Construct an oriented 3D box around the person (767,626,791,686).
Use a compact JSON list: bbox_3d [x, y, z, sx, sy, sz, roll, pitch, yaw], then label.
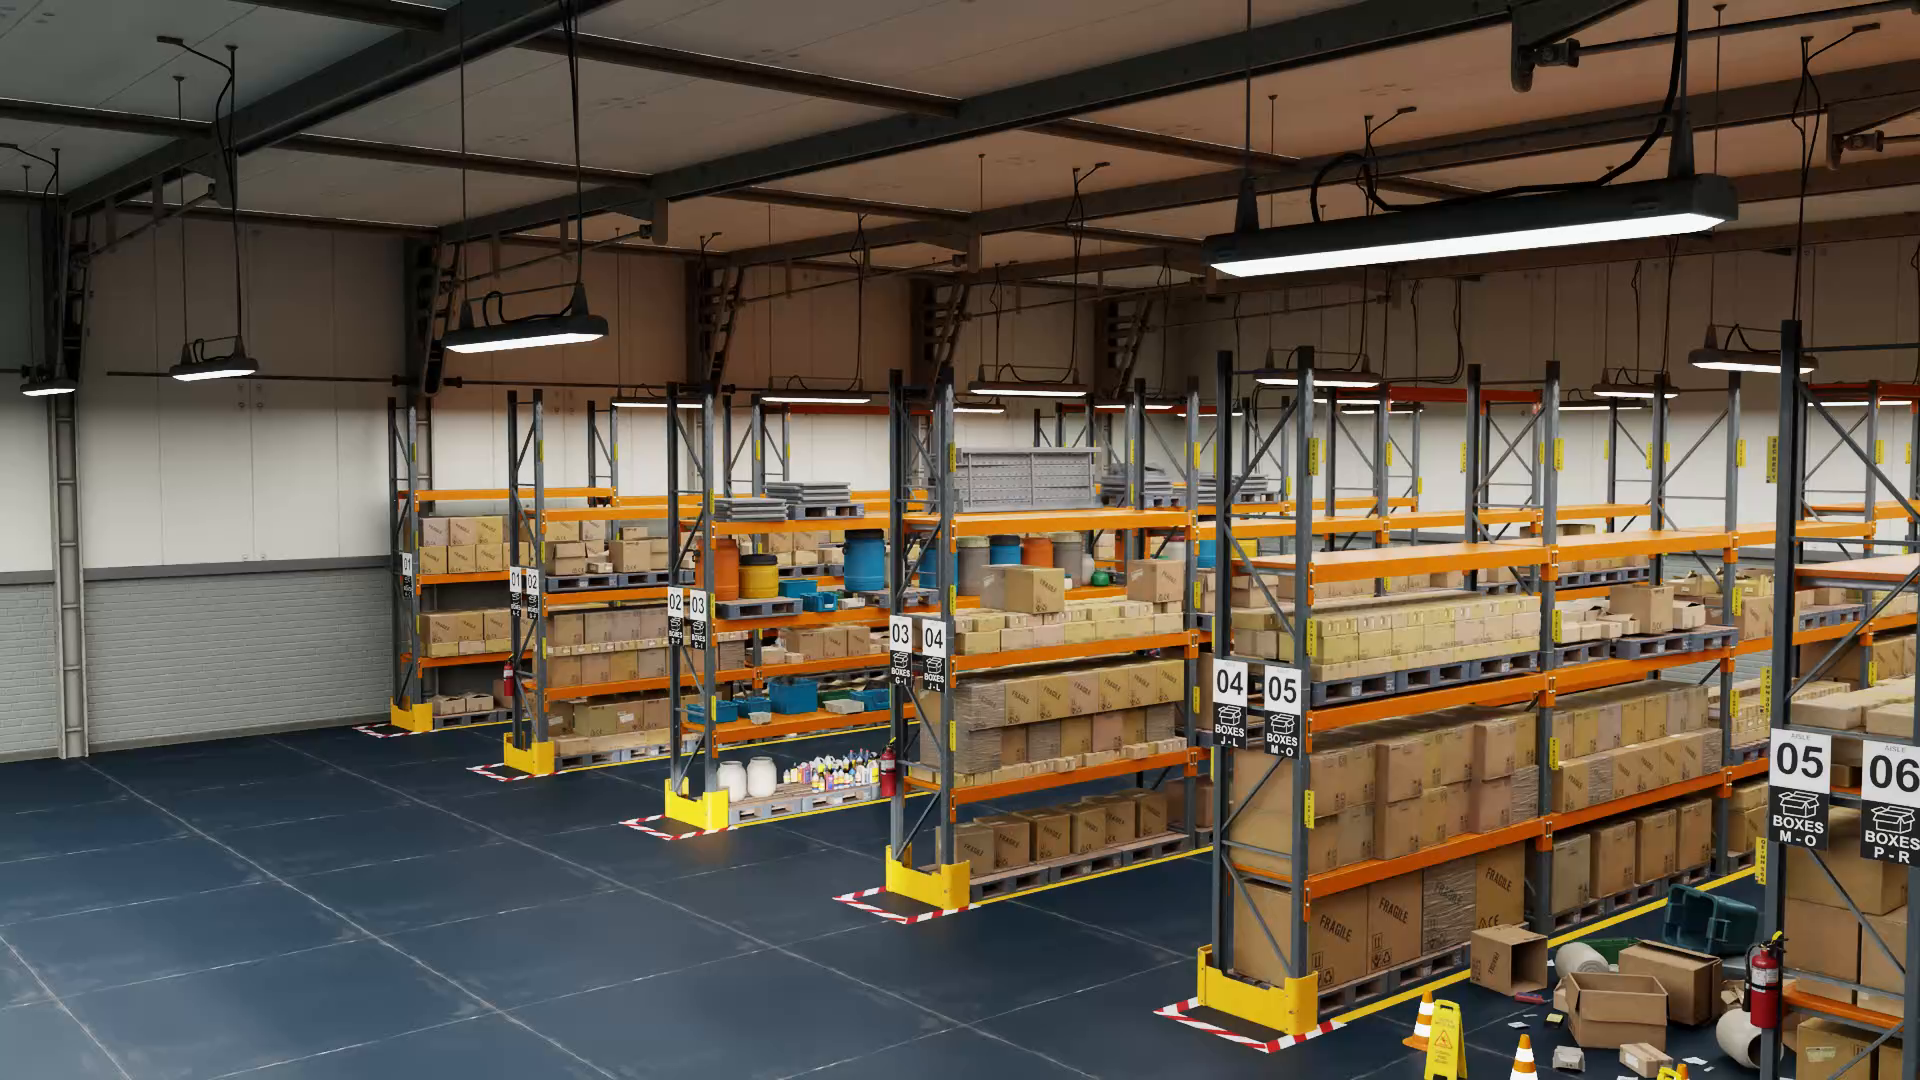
[{"bbox_3d":[-3.475,2.445,32.133,0.593,1.655,0.624,3,4,40],"label":"person"}]
